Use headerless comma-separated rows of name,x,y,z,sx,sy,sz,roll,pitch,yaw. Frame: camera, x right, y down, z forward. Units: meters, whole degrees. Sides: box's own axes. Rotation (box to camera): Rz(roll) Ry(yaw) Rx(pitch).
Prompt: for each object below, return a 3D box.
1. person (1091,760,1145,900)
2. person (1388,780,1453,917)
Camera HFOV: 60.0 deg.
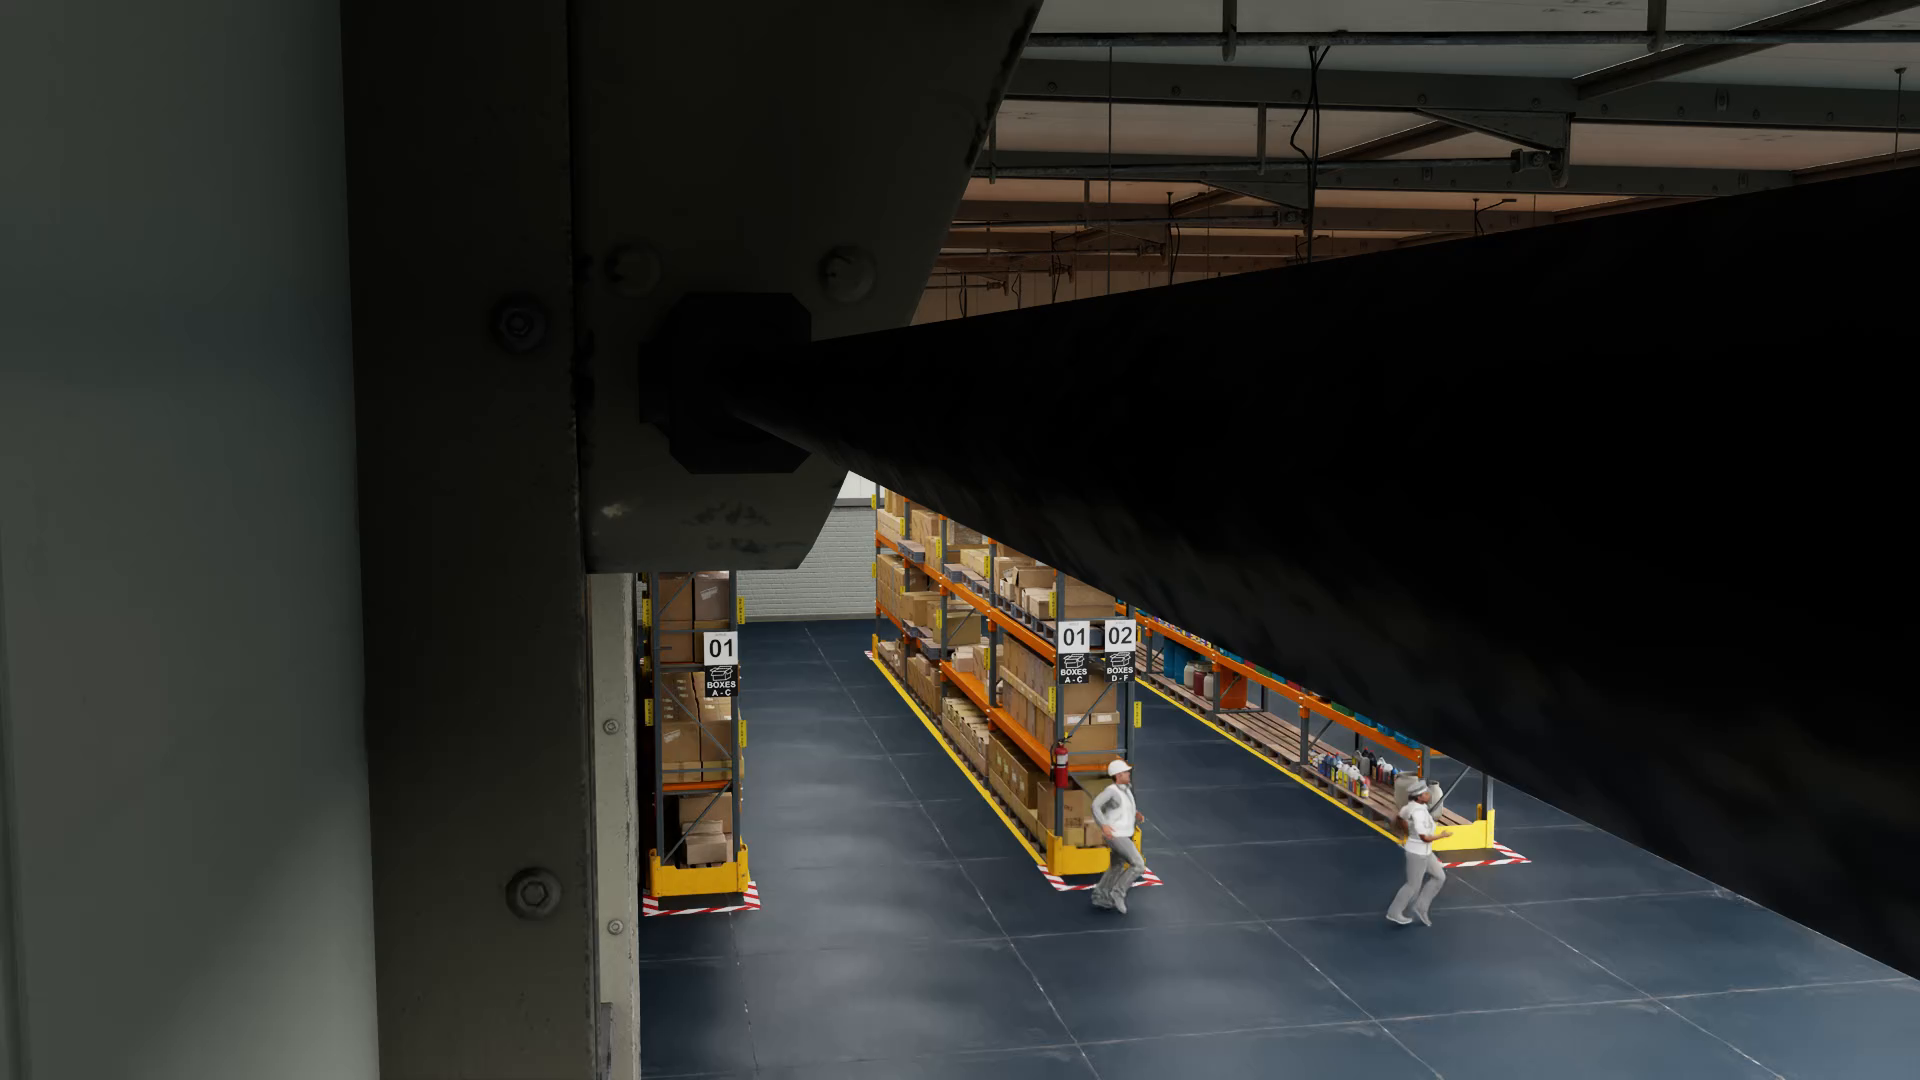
person,1.873,3.419,19.514,0.651,1.668,0.503,2,6,15
person,5.226,3.490,18.843,0.692,1.581,0.542,2,6,17
